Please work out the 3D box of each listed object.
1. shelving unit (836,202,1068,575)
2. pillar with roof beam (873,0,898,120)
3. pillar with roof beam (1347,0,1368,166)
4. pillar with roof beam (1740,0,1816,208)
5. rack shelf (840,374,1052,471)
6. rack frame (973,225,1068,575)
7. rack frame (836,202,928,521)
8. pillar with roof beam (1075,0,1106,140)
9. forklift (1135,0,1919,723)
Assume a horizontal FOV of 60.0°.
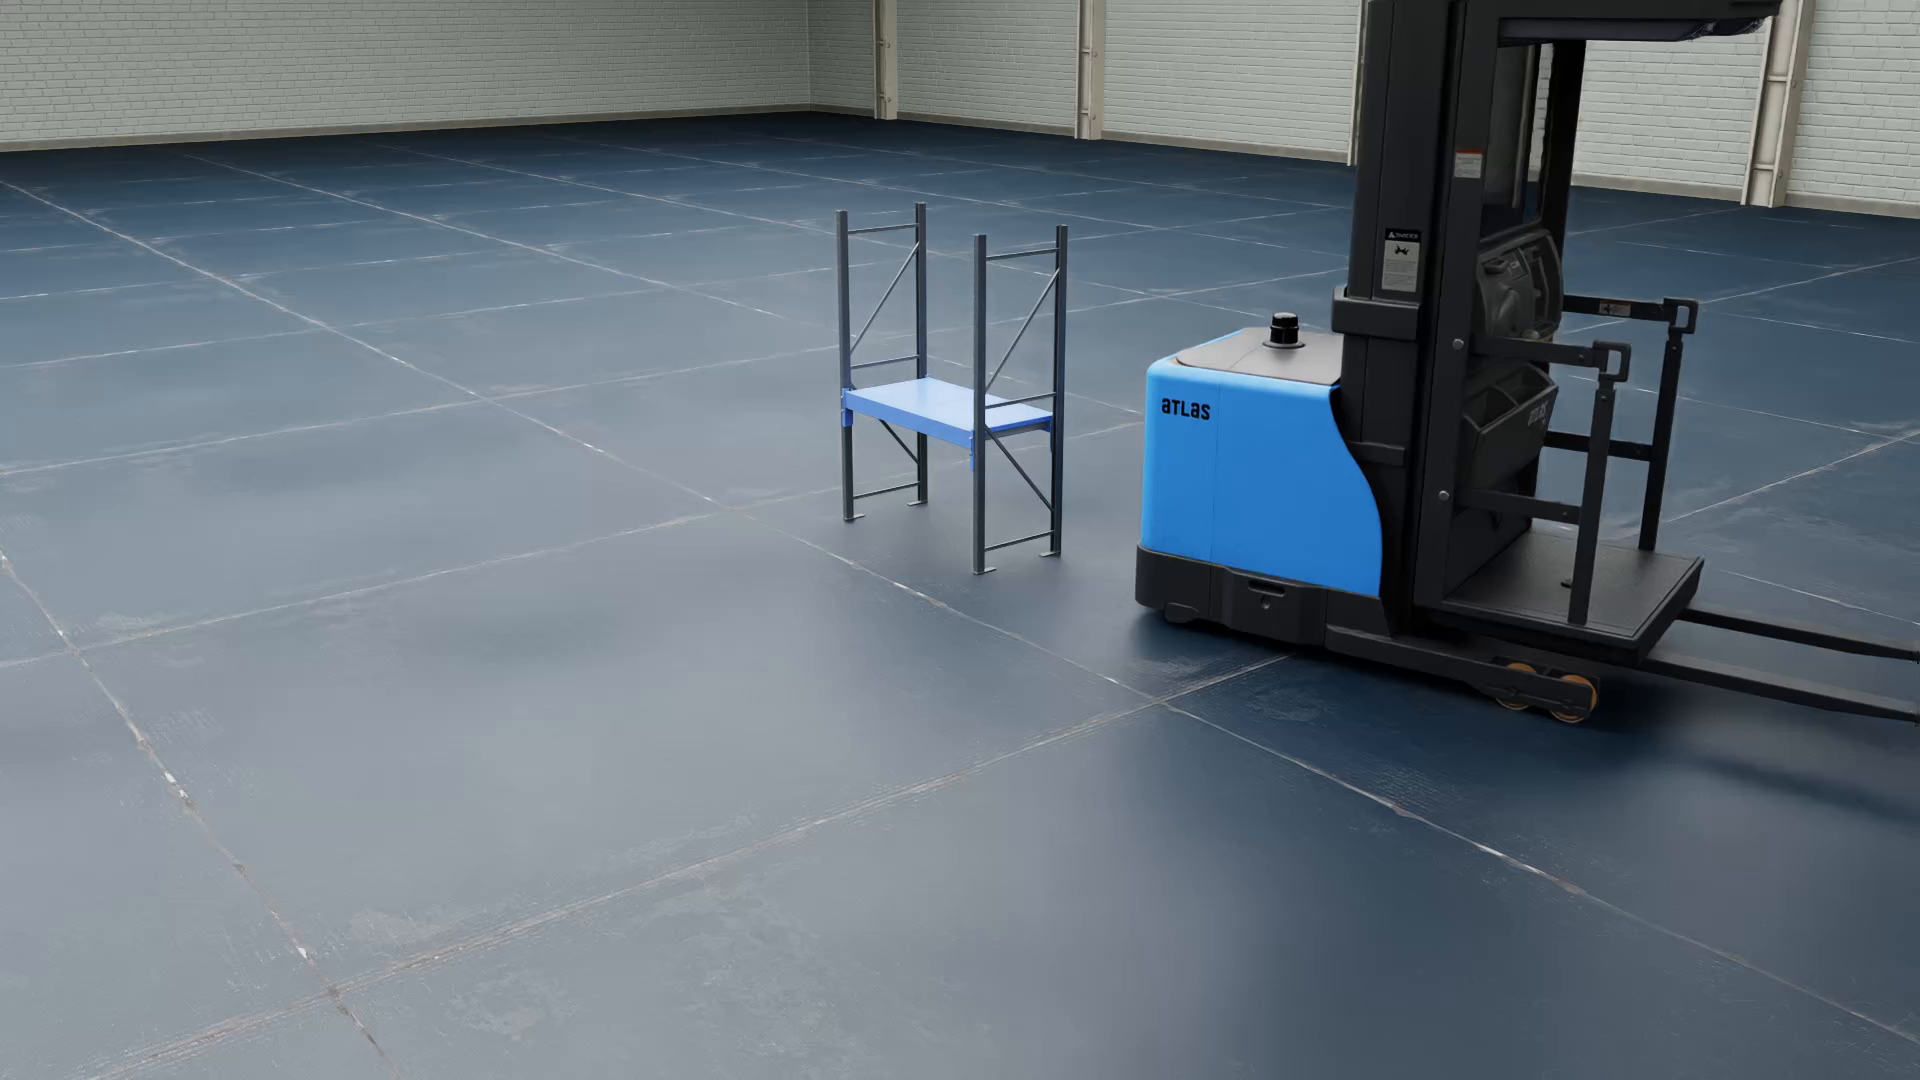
[{"bbox_3d":[-0.053,-0.733,7.690,0.538,1.500,1.048,-14,23,-36],"label":"shelving unit"},{"bbox_3d":[-4.858,-11.914,29.526,9.100,9.000,0.400,-14,23,-36],"label":"pillar with roof beam"},{"bbox_3d":[2.592,-8.957,20.597,9.100,9.000,0.400,-14,23,-36],"label":"pillar with roof beam"},{"bbox_3d":[6.318,-7.478,16.132,9.100,9.000,0.400,-14,23,-36],"label":"pillar with roof beam"},{"bbox_3d":[-0.053,-0.562,7.747,0.538,0.185,1.000,-14,23,-36],"label":"rack shelf"},{"bbox_3d":[0.263,-0.608,7.312,0.500,1.500,0.032,-14,23,-36],"label":"rack frame"},{"bbox_3d":[-0.369,-0.858,8.068,0.500,1.500,0.032,-14,23,-36],"label":"rack frame"},{"bbox_3d":[-1.133,-10.435,25.062,9.100,9.000,0.400,-14,23,-36],"label":"pillar with roof beam"},{"bbox_3d":[2.228,-0.932,6.015,3.031,2.935,1.130,12,22,33],"label":"forklift"}]
